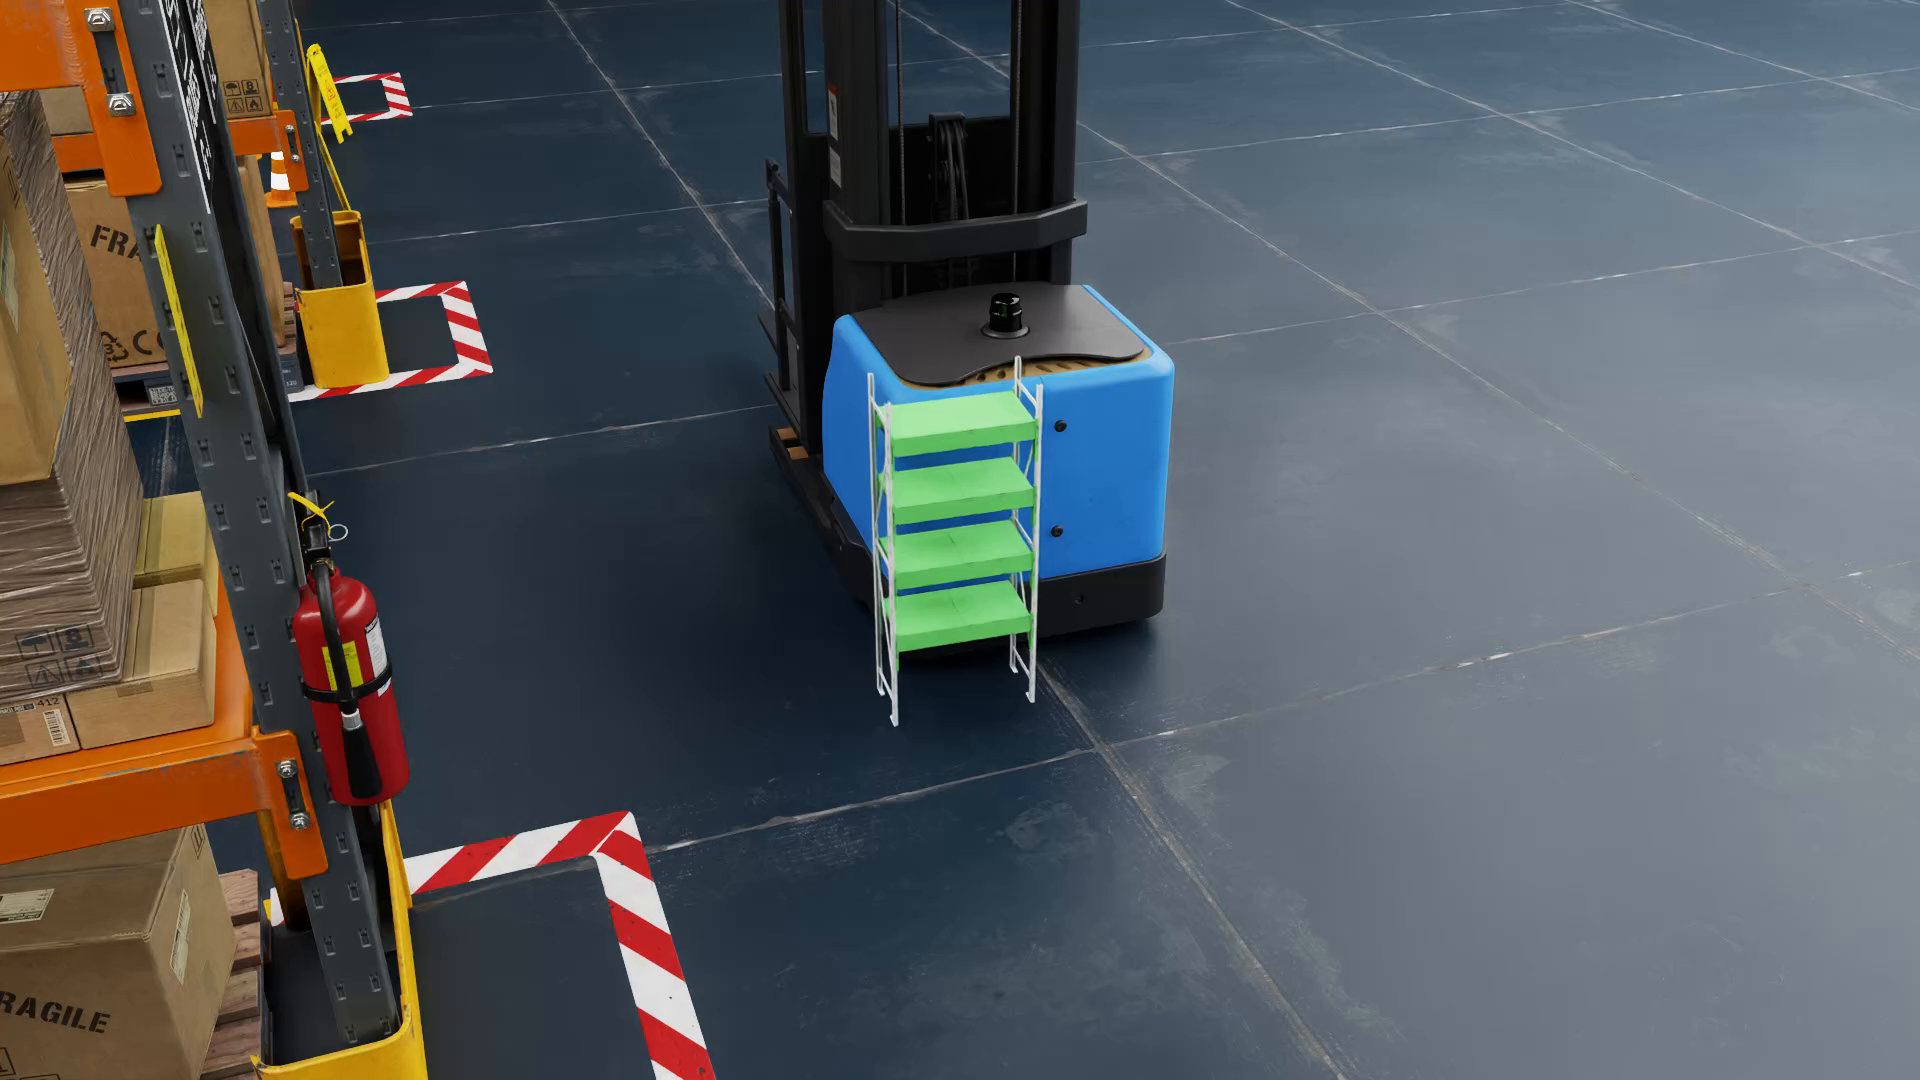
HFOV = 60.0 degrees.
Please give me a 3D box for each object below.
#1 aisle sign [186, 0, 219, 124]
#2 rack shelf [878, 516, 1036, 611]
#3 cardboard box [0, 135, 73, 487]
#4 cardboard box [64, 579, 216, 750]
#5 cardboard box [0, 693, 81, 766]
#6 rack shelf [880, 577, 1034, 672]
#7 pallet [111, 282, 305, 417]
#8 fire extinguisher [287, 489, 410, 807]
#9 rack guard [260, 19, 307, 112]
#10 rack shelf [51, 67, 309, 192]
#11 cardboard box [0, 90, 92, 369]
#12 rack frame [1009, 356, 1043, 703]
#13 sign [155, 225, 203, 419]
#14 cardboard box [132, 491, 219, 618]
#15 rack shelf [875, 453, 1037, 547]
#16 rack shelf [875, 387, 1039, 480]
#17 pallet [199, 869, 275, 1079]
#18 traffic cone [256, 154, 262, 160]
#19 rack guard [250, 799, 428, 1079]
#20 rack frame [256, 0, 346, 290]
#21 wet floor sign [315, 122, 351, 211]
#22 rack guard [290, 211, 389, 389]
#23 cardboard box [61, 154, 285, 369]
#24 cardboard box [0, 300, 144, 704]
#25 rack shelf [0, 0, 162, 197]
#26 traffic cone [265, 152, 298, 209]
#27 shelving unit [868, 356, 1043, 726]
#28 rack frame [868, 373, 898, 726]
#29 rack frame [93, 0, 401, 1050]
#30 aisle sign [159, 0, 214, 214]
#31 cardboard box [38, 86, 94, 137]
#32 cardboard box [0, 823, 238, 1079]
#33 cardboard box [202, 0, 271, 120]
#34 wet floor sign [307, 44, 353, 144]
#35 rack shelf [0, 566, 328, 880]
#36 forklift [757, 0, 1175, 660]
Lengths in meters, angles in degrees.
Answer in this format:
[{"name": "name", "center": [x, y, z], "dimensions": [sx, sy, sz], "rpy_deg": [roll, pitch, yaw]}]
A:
[{"name": "aisle sign", "center": [-1.579, -1.278, 3.336], "dimensions": [0.004, 0.787, 0.394], "rpy_deg": [-10, 31, -18]}, {"name": "rack shelf", "center": [-0.017, 0.074, 5.537], "dimensions": [0.480, 0.148, 0.258], "rpy_deg": [-8, 31, -14]}, {"name": "cardboard box", "center": [-1.962, -0.396, 3.003], "dimensions": [0.500, 0.500, 0.500], "rpy_deg": [-10, 31, -18]}, {"name": "cardboard box", "center": [-1.728, 0.256, 3.525], "dimensions": [0.250, 0.149, 0.380], "rpy_deg": [-10, 31, -18]}, {"name": "cardboard box", "center": [-1.962, 0.299, 3.449], "dimensions": [0.250, 0.149, 0.380], "rpy_deg": [-10, 31, -18]}, {"name": "rack shelf", "center": [-0.017, 0.283, 5.655], "dimensions": [0.480, 0.148, 0.258], "rpy_deg": [-8, 31, -14]}, {"name": "pallet", "center": [-3.890, -0.931, 8.171], "dimensions": [1.213, 0.211, 1.003], "rpy_deg": [-10, 31, -18]}, {"name": "fire extinguisher", "center": [-1.265, 0.229, 3.395], "dimensions": [0.183, 0.674, 0.296], "rpy_deg": [-10, 31, -18]}, {"name": "rack guard", "center": [-5.059, -3.497, 12.383], "dimensions": [0.348, 0.500, 1.175], "rpy_deg": [-10, 31, -18]}, {"name": "rack shelf", "center": [-5.042, -1.659, 7.359], "dimensions": [4.000, 0.370, 1.077], "rpy_deg": [-10, 31, -18]}, {"name": "cardboard box", "center": [-2.143, -0.637, 3.426], "dimensions": [0.500, 0.500, 0.500], "rpy_deg": [-10, 31, -18]}, {"name": "rack frame", "center": [0.218, -0.015, 5.564], "dimensions": [0.015, 1.200, 0.240], "rpy_deg": [-8, 31, -14]}, {"name": "sign", "center": [-1.358, -0.378, 2.894], "dimensions": [0.005, 0.325, 0.100], "rpy_deg": [-10, 31, -18]}, {"name": "cardboard box", "center": [-1.883, 0.049, 3.887], "dimensions": [0.250, 0.149, 0.380], "rpy_deg": [-10, 31, -18]}, {"name": "rack shelf", "center": [-0.017, -0.135, 5.418], "dimensions": [0.480, 0.148, 0.258], "rpy_deg": [-8, 31, -14]}, {"name": "rack shelf", "center": [-0.017, -0.343, 5.299], "dimensions": [0.480, 0.148, 0.258], "rpy_deg": [-8, 31, -14]}, {"name": "pallet", "center": [-2.378, 1.350, 4.167], "dimensions": [1.213, 0.211, 1.003], "rpy_deg": [-10, 31, -18]}, {"name": "traffic cone", "center": [-4.941, -2.821, 11.234], "dimensions": [0.334, 0.463, 0.336], "rpy_deg": [-10, 31, -18]}, {"name": "rack guard", "center": [-1.604, 1.101, 4.313], "dimensions": [0.348, 0.500, 1.175], "rpy_deg": [-10, 31, -18]}, {"name": "rack frame", "center": [-3.167, -2.317, 7.787], "dimensions": [0.127, 3.000, 1.000], "rpy_deg": [-10, 31, -18]}, {"name": "wet floor sign", "center": [-3.831, -2.218, 9.991], "dimensions": [0.232, 0.644, 0.267], "rpy_deg": [-16, 33, -26]}, {"name": "rack guard", "center": [-3.145, -1.235, 8.413], "dimensions": [0.348, 0.500, 1.175], "rpy_deg": [-10, 31, -18]}, {"name": "cardboard box", "center": [-3.780, -1.428, 7.949], "dimensions": [0.875, 0.875, 0.875], "rpy_deg": [-10, 31, -17]}, {"name": "cardboard box", "center": [-2.058, -0.089, 3.474], "dimensions": [0.500, 0.500, 0.875], "rpy_deg": [-10, 31, -18]}, {"name": "rack shelf", "center": [-3.407, -0.644, 2.546], "dimensions": [4.000, 0.370, 1.077], "rpy_deg": [-10, 31, -18]}, {"name": "traffic cone", "center": [-4.236, -2.365, 10.433], "dimensions": [0.334, 0.463, 0.336], "rpy_deg": [-10, 31, -18]}, {"name": "shelving unit", "center": [-0.017, 0.019, 5.505], "dimensions": [0.503, 1.200, 0.258], "rpy_deg": [-8, 31, -14]}, {"name": "rack frame", "center": [-0.251, 0.052, 5.446], "dimensions": [0.015, 1.200, 0.240], "rpy_deg": [-8, 31, -14]}, {"name": "rack frame", "center": [-1.533, 0.002, 3.717], "dimensions": [0.127, 3.000, 1.000], "rpy_deg": [-10, 31, -18]}, {"name": "aisle sign", "center": [-1.370, -0.999, 2.848], "dimensions": [0.004, 0.787, 0.394], "rpy_deg": [-10, 31, -18]}, {"name": "cardboard box", "center": [-4.007, -2.192, 7.416], "dimensions": [0.550, 0.550, 0.875], "rpy_deg": [-10, 31, -18]}, {"name": "cardboard box", "center": [-2.124, 1.005, 4.056], "dimensions": [0.500, 0.500, 0.500], "rpy_deg": [-5, 30, -8]}, {"name": "cardboard box", "center": [-3.499, -2.297, 7.600], "dimensions": [0.550, 0.550, 0.875], "rpy_deg": [-10, 31, -18]}, {"name": "wet floor sign", "center": [-4.437, -3.109, 11.556], "dimensions": [0.232, 0.644, 0.267], "rpy_deg": [0, 30, 0]}, {"name": "rack shelf", "center": [-3.407, 0.660, 3.289], "dimensions": [4.000, 0.370, 1.077], "rpy_deg": [-10, 31, -18]}, {"name": "forklift", "center": [-0.201, -1.567, 6.539], "dimensions": [1.130, 2.935, 3.031], "rpy_deg": [-10, 31, -16]}]
